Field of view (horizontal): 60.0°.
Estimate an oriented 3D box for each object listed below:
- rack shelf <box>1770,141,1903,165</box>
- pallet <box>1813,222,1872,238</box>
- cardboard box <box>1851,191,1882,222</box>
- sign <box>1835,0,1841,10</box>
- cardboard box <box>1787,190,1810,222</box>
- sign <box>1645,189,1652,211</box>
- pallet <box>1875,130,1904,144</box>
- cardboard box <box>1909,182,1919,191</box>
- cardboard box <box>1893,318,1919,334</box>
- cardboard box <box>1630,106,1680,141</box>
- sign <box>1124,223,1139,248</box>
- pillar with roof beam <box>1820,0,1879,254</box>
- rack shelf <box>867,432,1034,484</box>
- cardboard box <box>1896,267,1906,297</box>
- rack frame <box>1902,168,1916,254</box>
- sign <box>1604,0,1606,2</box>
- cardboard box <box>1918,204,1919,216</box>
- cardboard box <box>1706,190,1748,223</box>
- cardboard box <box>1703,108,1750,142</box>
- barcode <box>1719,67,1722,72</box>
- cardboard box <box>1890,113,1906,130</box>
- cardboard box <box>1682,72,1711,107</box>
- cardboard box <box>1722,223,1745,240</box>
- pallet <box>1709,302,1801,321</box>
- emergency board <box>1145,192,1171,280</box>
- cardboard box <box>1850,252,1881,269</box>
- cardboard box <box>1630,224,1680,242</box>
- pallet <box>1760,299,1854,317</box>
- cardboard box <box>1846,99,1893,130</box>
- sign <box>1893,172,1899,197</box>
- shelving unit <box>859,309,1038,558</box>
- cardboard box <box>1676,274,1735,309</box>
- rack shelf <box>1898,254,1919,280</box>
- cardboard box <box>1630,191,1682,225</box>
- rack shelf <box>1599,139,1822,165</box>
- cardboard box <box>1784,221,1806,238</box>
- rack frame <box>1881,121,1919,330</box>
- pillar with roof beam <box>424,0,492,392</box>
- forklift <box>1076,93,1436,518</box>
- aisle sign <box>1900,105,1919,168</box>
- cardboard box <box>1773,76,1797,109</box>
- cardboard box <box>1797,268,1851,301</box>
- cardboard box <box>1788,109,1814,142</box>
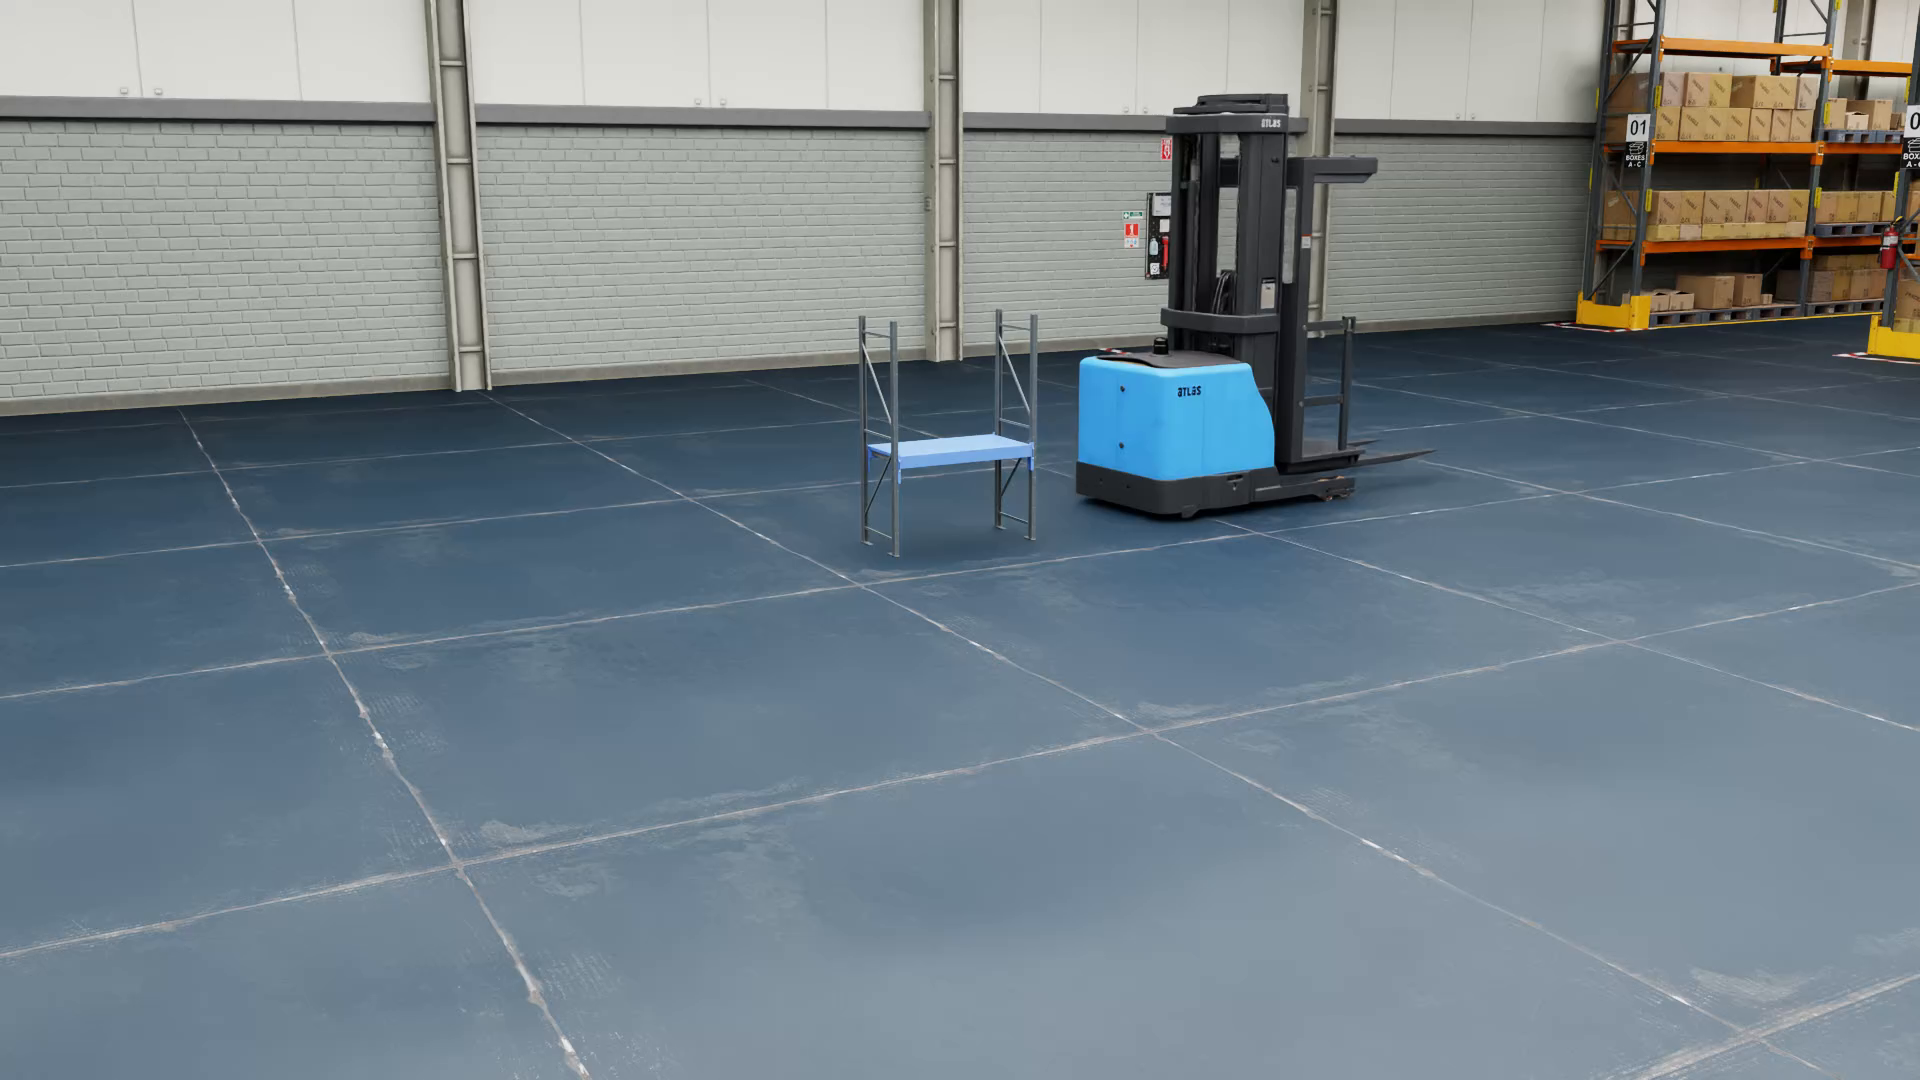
[{"bbox_3d":[15.391,-6.552,28.199,4.000,0.370,1.077,-7,14,-28],"label":"rack shelf"},{"bbox_3d":[14.376,-5.188,27.769,1.213,0.211,1.003,-7,14,-28],"label":"pallet"},{"bbox_3d":[15.155,-5.673,28.254,0.500,0.500,0.700,-5,14,-20],"label":"cardboard box"},{"bbox_3d":[13.879,-8.544,26.272,0.005,0.325,0.100,-7,14,-28],"label":"sign"},{"bbox_3d":[13.369,-5.423,26.961,0.500,0.500,0.500,-7,14,-28],"label":"cardboard box"},{"bbox_3d":[10.385,-5.127,25.085,0.005,0.325,0.100,-7,14,-28],"label":"sign"},{"bbox_3d":[15.137,-6.756,27.891,1.003,0.211,1.213,-7,14,-28],"label":"pallet"},{"bbox_3d":[16.583,-6.152,28.904,0.250,0.149,0.380,-10,16,-37],"label":"cardboard box"},{"bbox_3d":[12.830,-2.831,22.164,0.500,0.250,0.500,-7,14,-28],"label":"cardboard box"},{"bbox_3d":[10.538,-6.318,25.245,0.500,0.500,0.500,-6,14,-26],"label":"cardboard box"},{"bbox_3d":[2.336,-4.144,22.612,0.234,0.329,0.001,-7,14,-28],"label":"sign"},{"bbox_3d":[17.654,-7.778,25.173,0.400,9.000,9.100,-7,14,-28],"label":"pillar with roof beam"},{"bbox_3d":[-0.075,-0.547,10.944,1.000,0.185,0.538,-7,14,-28],"label":"rack shelf"},{"bbox_3d":[16.032,-4.528,29.088,0.500,0.500,0.700,-7,14,-28],"label":"cardboard box"},{"bbox_3d":[17.146,-5.650,29.385,0.127,3.000,1.000,-7,14,-28],"label":"rack frame"},{"bbox_3d":[9.876,-8.378,25.351,0.005,0.325,0.100,-7,14,-28],"label":"sign"},{"bbox_3d":[12.745,-4.297,21.664,0.250,0.149,0.380,-7,15,-29],"label":"cardboard box"},{"bbox_3d":[12.030,-5.263,26.253,0.500,0.500,0.500,-6,14,-26],"label":"cardboard box"},{"bbox_3d":[11.940,-6.483,25.980,0.500,0.500,0.500,-6,14,-24],"label":"cardboard box"},{"bbox_3d":[12.209,-7.556,26.695,0.075,0.075,0.001,-7,14,-28],"label":"barcode"},{"bbox_3d":[15.964,-7.055,28.515,0.637,0.503,0.797,-5,14,-20],"label":"cardboard box"},{"bbox_3d":[11.044,-6.855,25.356,0.500,0.500,0.500,-7,14,-29],"label":"cardboard box"},{"bbox_3d":[12.049,-4.898,26.338,0.500,0.250,0.500,-7,14,-27],"label":"cardboard box"},{"bbox_3d":[13.063,-3.792,27.477,1.213,0.211,1.003,-7,14,-28],"label":"pallet"},{"bbox_3d":[2.871,-4.165,22.786,0.643,1.169,0.194,-7,14,-28],"label":"emergency board"},{"bbox_3d":[15.560,-4.823,28.690,0.500,0.250,0.500,-7,14,-28],"label":"cardboard box"},{"bbox_3d":[10.705,-4.736,25.616,0.500,0.250,0.500,-7,15,-29],"label":"cardboard box"},{"bbox_3d":[14.318,-3.951,28.186,1.213,0.211,1.003,-7,14,-28],"label":"pallet"},{"bbox_3d":[15.236,-7.119,27.892,0.500,0.500,0.500,-7,15,-30],"label":"cardboard box"},{"bbox_3d":[12.254,-4.641,21.723,0.005,0.325,0.100,-7,14,-28],"label":"sign"},{"bbox_3d":[-0.075,-0.723,10.905,1.048,1.500,0.538,-7,14,-28],"label":"shelving unit"},{"bbox_3d":[11.943,-3.987,26.684,0.500,0.500,0.700,-8,15,-31],"label":"cardboard box"},{"bbox_3d":[14.257,-3.714,22.419,4.000,0.370,1.077,-7,14,-28],"label":"rack shelf"},{"bbox_3d":[10.688,-5.104,25.543,0.500,0.500,0.500,-7,14,-28],"label":"cardboard box"},{"bbox_3d":[11.880,-6.132,26.330,4.000,0.370,1.077,-7,14,-28],"label":"rack shelf"},{"bbox_3d":[13.365,-5.058,27.048,0.500,0.250,0.500,-7,14,-28],"label":"cardboard box"},{"bbox_3d":[12.501,-3.855,21.405,0.127,3.000,1.000,-7,14,-28],"label":"rack frame"},{"bbox_3d":[-3.412,-5.253,13.954,0.400,9.000,9.100,-7,14,-28],"label":"pillar with roof beam"},{"bbox_3d":[2.369,-1.809,12.471,3.031,2.935,1.130,-8,15,-33],"label":"forklift"},{"bbox_3d":[12.303,-5.173,21.340,0.004,0.787,0.394,-7,14,-28],"label":"aisle sign"},{"bbox_3d":[12.847,-7.074,26.330,0.500,0.500,0.500,-6,14,-25],"label":"cardboard box"},{"bbox_3d":[14.703,-4.369,28.384,0.500,0.500,0.700,-7,15,-29],"label":"cardboard box"},{"bbox_3d":[13.308,-6.651,26.723,0.500,0.500,0.500,-6,14,-26],"label":"cardboard box"}]
